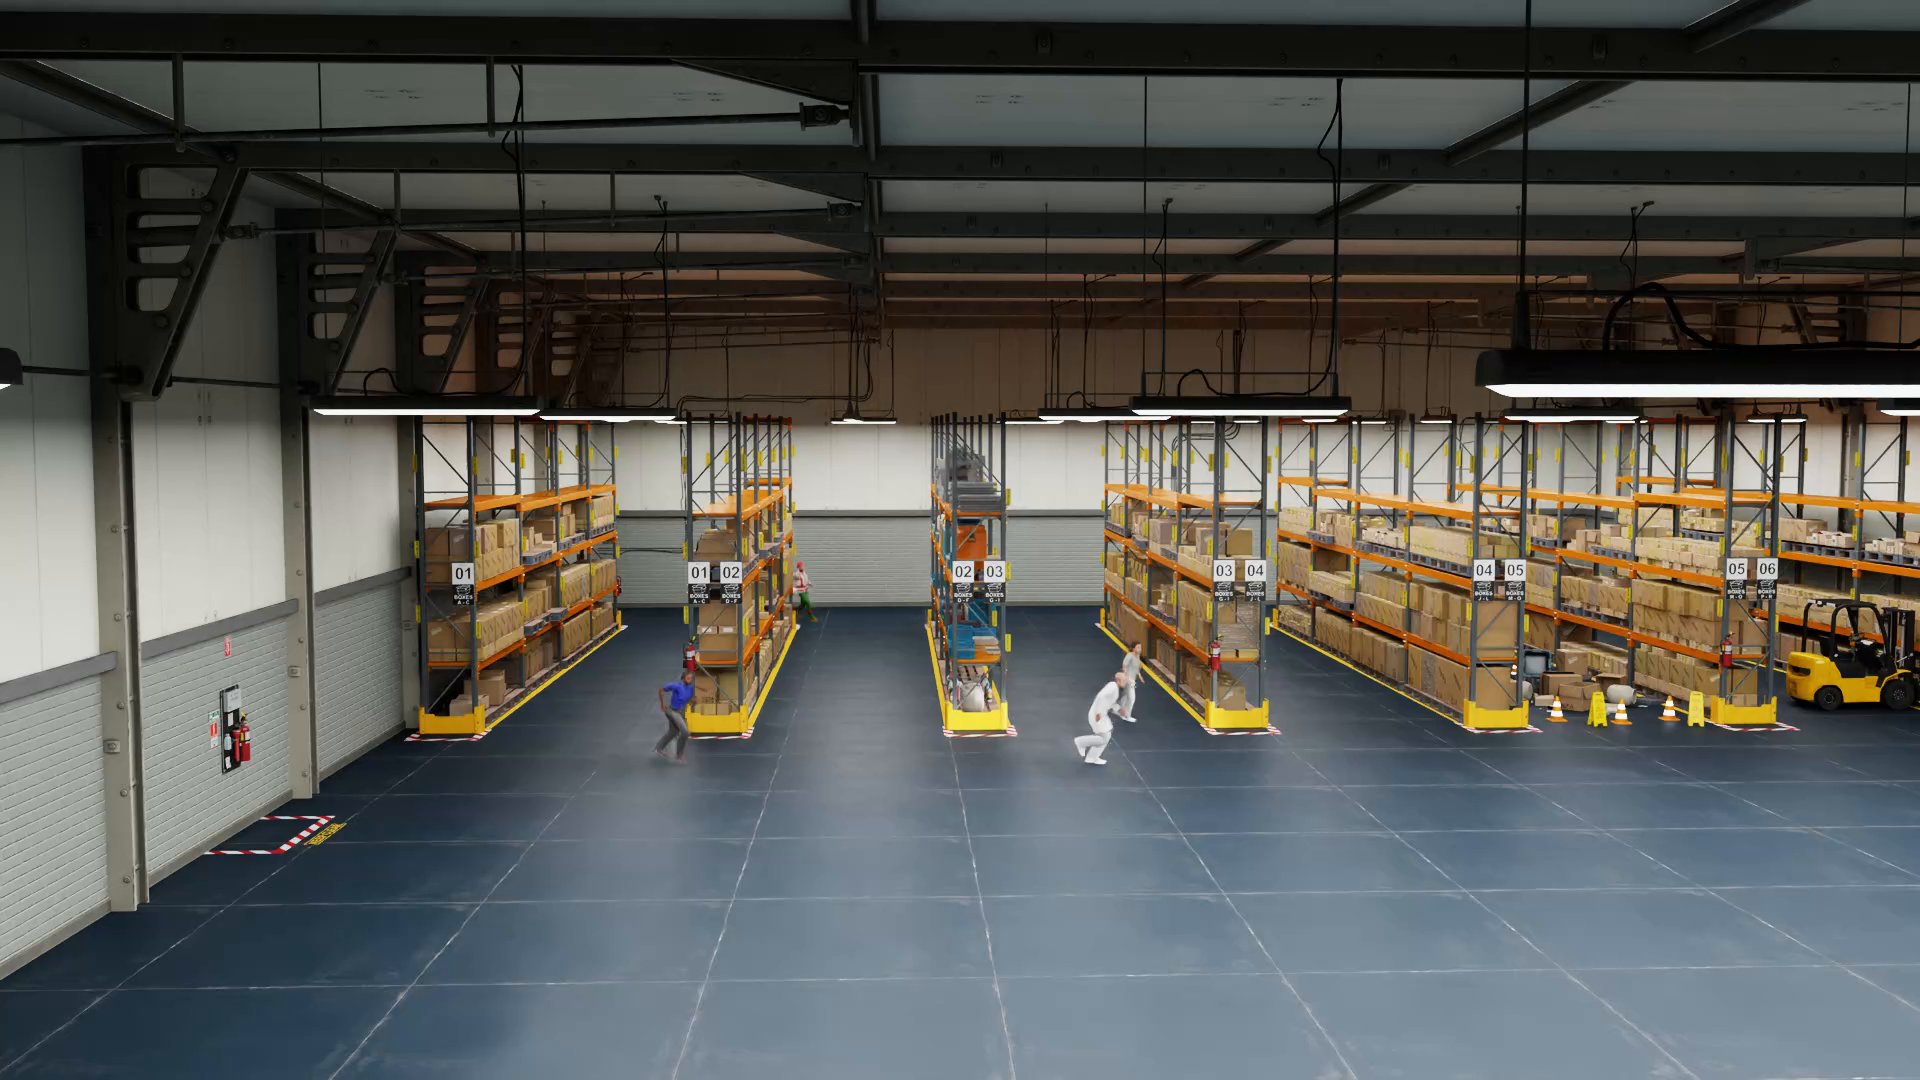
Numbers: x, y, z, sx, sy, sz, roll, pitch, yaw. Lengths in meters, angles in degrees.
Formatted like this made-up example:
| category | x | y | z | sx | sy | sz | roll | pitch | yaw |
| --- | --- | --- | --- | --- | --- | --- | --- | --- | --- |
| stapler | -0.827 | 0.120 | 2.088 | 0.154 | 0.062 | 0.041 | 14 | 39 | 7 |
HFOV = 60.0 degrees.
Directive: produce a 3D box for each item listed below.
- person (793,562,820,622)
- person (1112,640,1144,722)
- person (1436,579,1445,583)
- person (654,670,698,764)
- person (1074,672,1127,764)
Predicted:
| category | x | y | z | sx | sy | sz | roll | pitch | yaw |
| --- | --- | --- | --- | --- | --- | --- | --- | --- | --- |
| person | -4.593 | 1.512 | 48.688 | 0.984 | 1.761 | 0.712 | 2 | 4 | 28 |
| person | 3.246 | 2.742 | 32.376 | 0.738 | 1.593 | 0.588 | 3 | 5 | 36 |
| person | 14.468 | 1.513 | 49.669 | 0.910 | 1.653 | 0.603 | -1 | 4 | -13 |
| person | -4.876 | 3.057 | 28.385 | 0.924 | 1.583 | 0.595 | 2 | 4 | 28 |
| person | 2.377 | 3.025 | 28.153 | 0.891 | 1.587 | 0.734 | 1 | 4 | 10 |
